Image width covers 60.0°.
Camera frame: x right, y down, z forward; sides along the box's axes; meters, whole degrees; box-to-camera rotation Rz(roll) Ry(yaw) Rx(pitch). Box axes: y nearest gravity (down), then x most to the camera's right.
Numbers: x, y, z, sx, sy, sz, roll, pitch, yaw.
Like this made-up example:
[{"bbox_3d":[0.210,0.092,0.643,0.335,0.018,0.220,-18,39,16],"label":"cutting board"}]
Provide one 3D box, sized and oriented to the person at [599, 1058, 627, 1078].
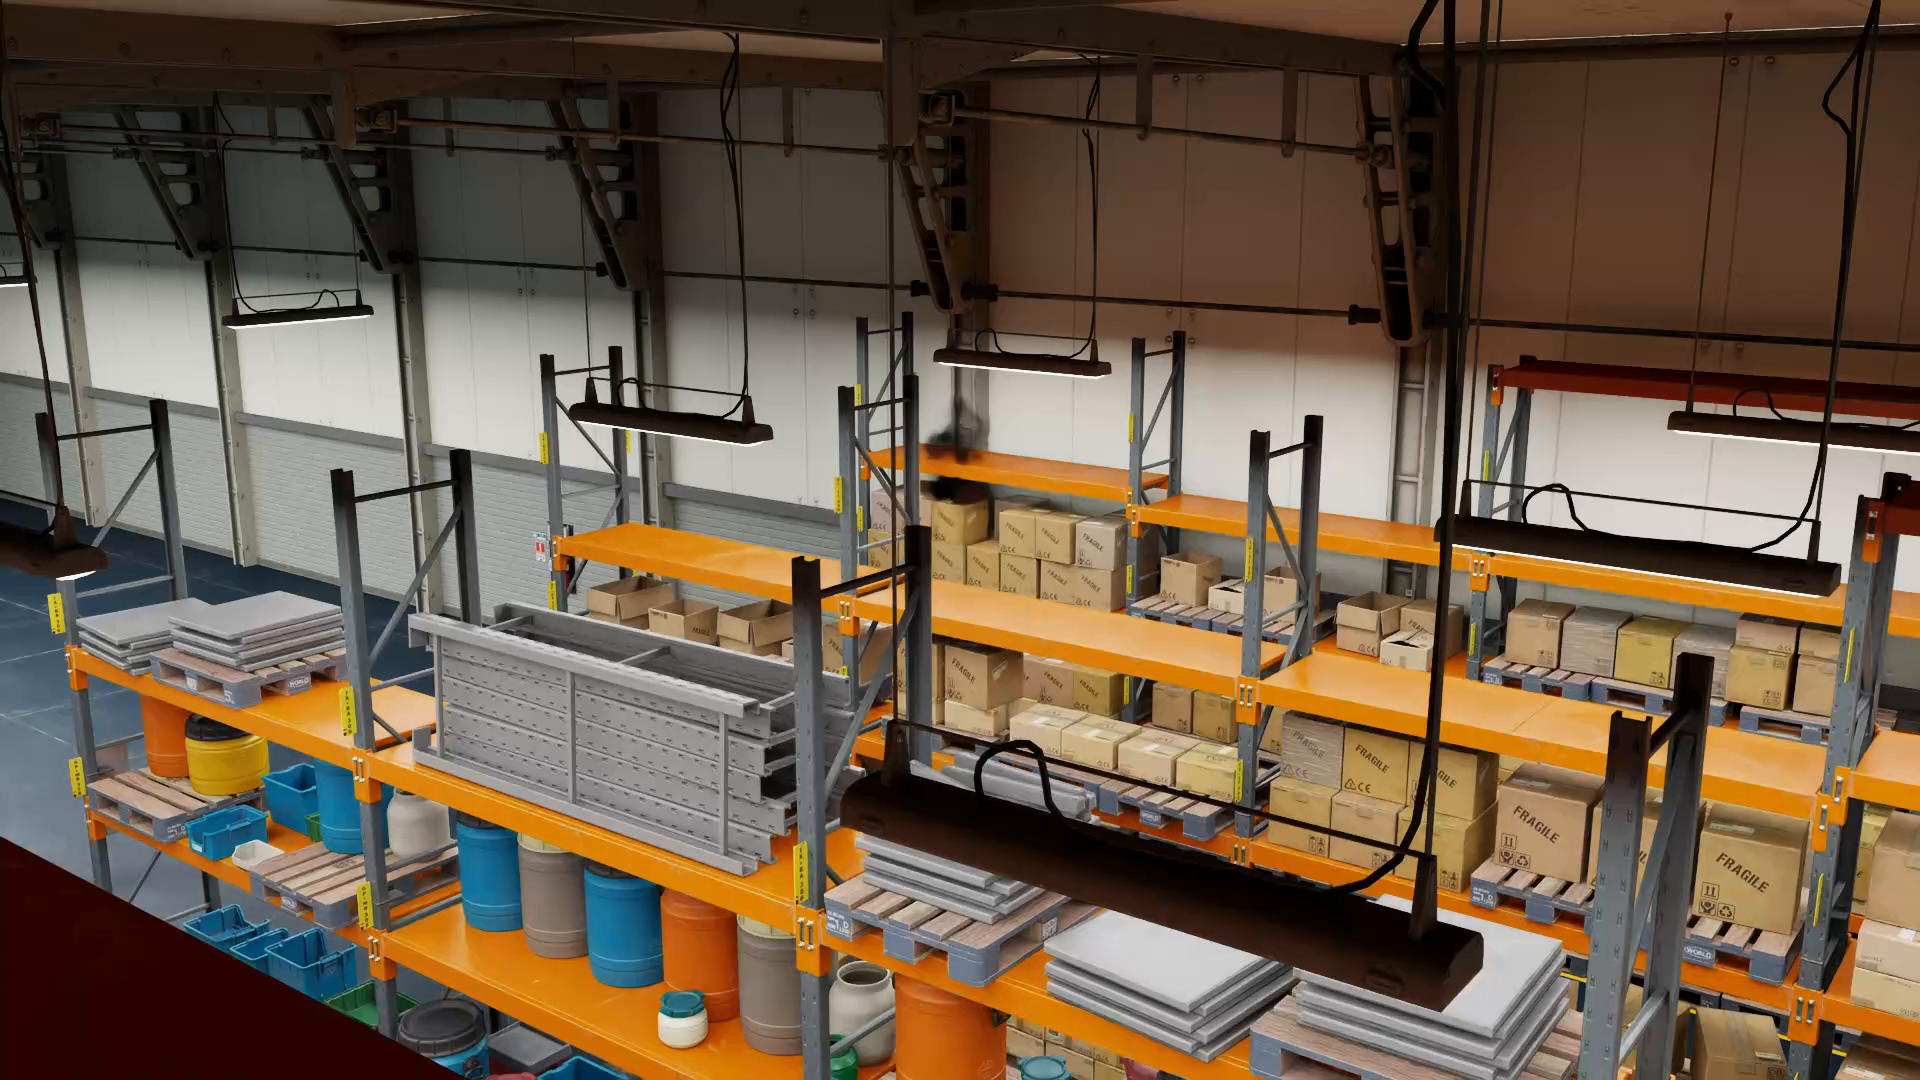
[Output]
[{"bbox_3d":[-2.820,4.109,13.841,0.923,1.643,0.614,10,17,38],"label":"person"}]
